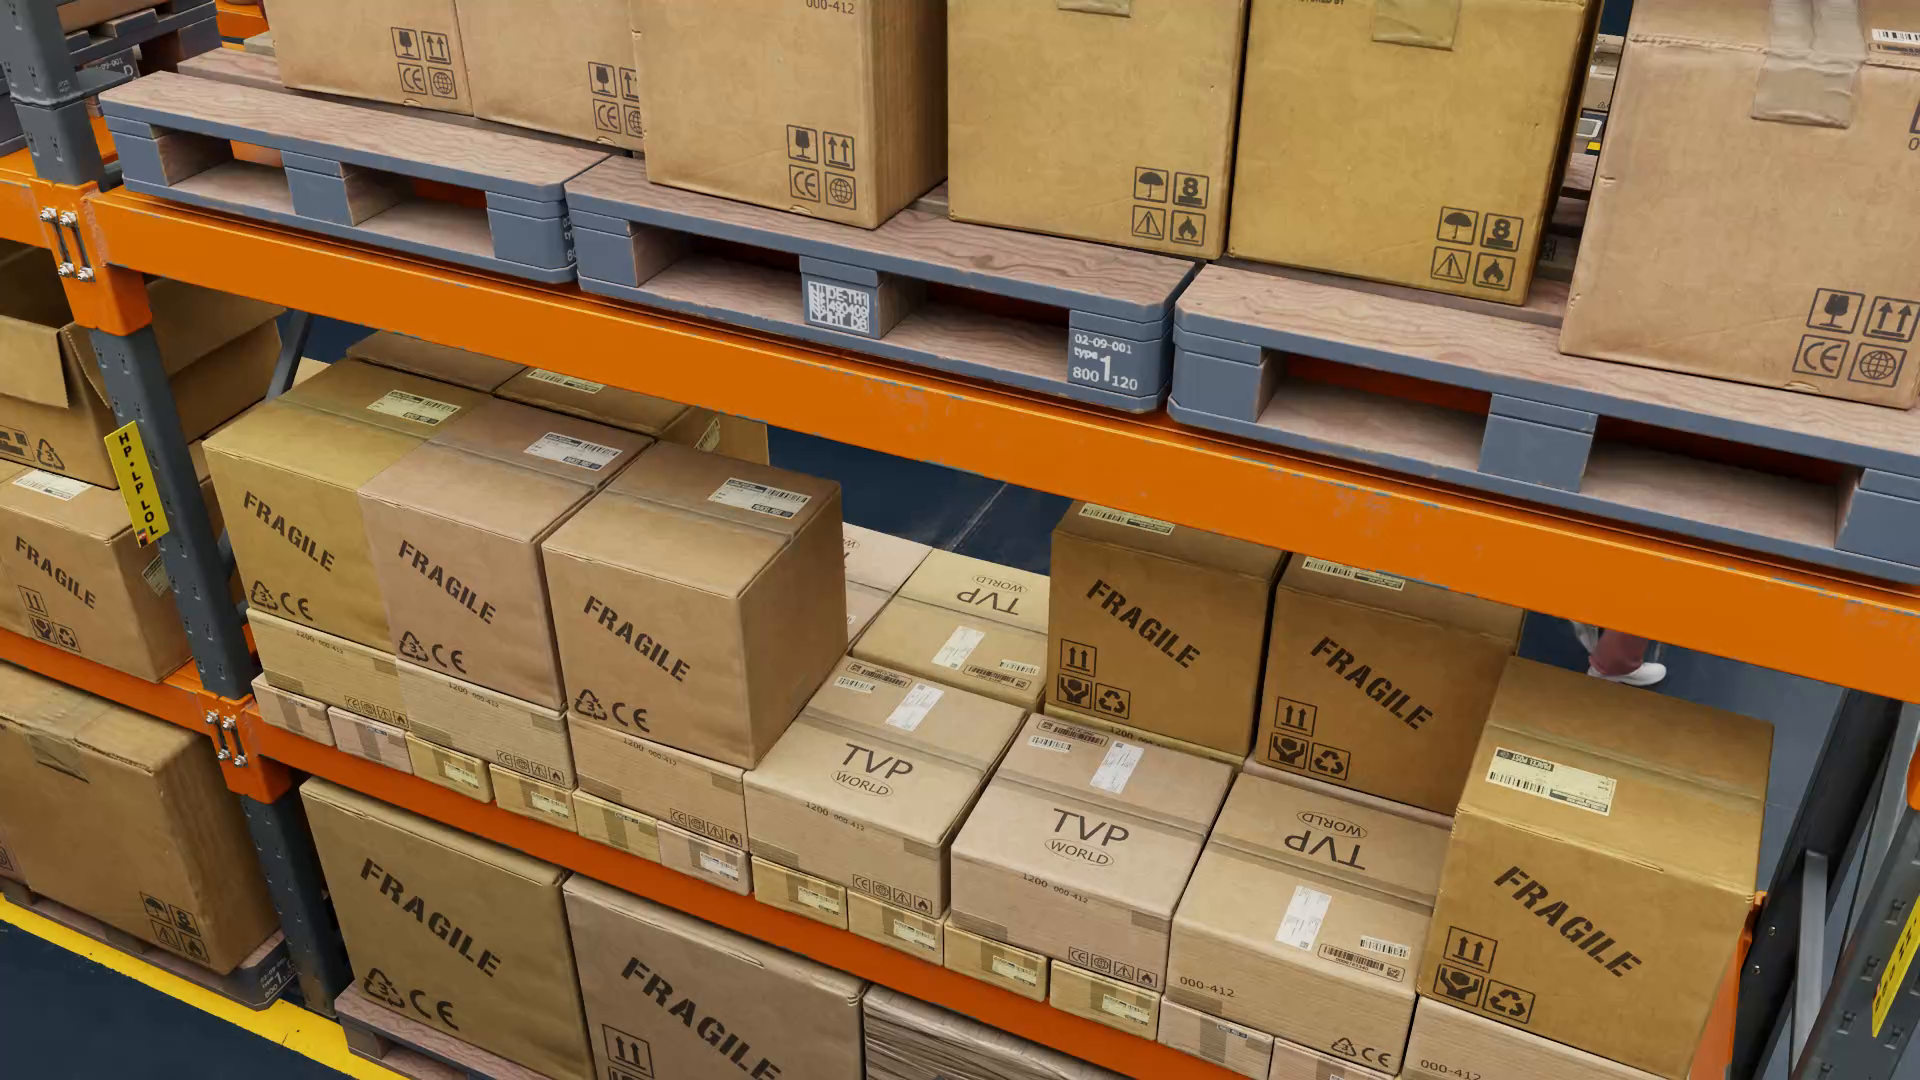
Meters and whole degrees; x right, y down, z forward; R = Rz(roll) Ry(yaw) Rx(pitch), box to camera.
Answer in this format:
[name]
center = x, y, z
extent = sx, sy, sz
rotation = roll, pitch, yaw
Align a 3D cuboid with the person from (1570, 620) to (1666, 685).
[person]
center = 2.679, -0.147, 6.311
extent = 0.476, 1.662, 0.479
rotation = 1, 34, 1
